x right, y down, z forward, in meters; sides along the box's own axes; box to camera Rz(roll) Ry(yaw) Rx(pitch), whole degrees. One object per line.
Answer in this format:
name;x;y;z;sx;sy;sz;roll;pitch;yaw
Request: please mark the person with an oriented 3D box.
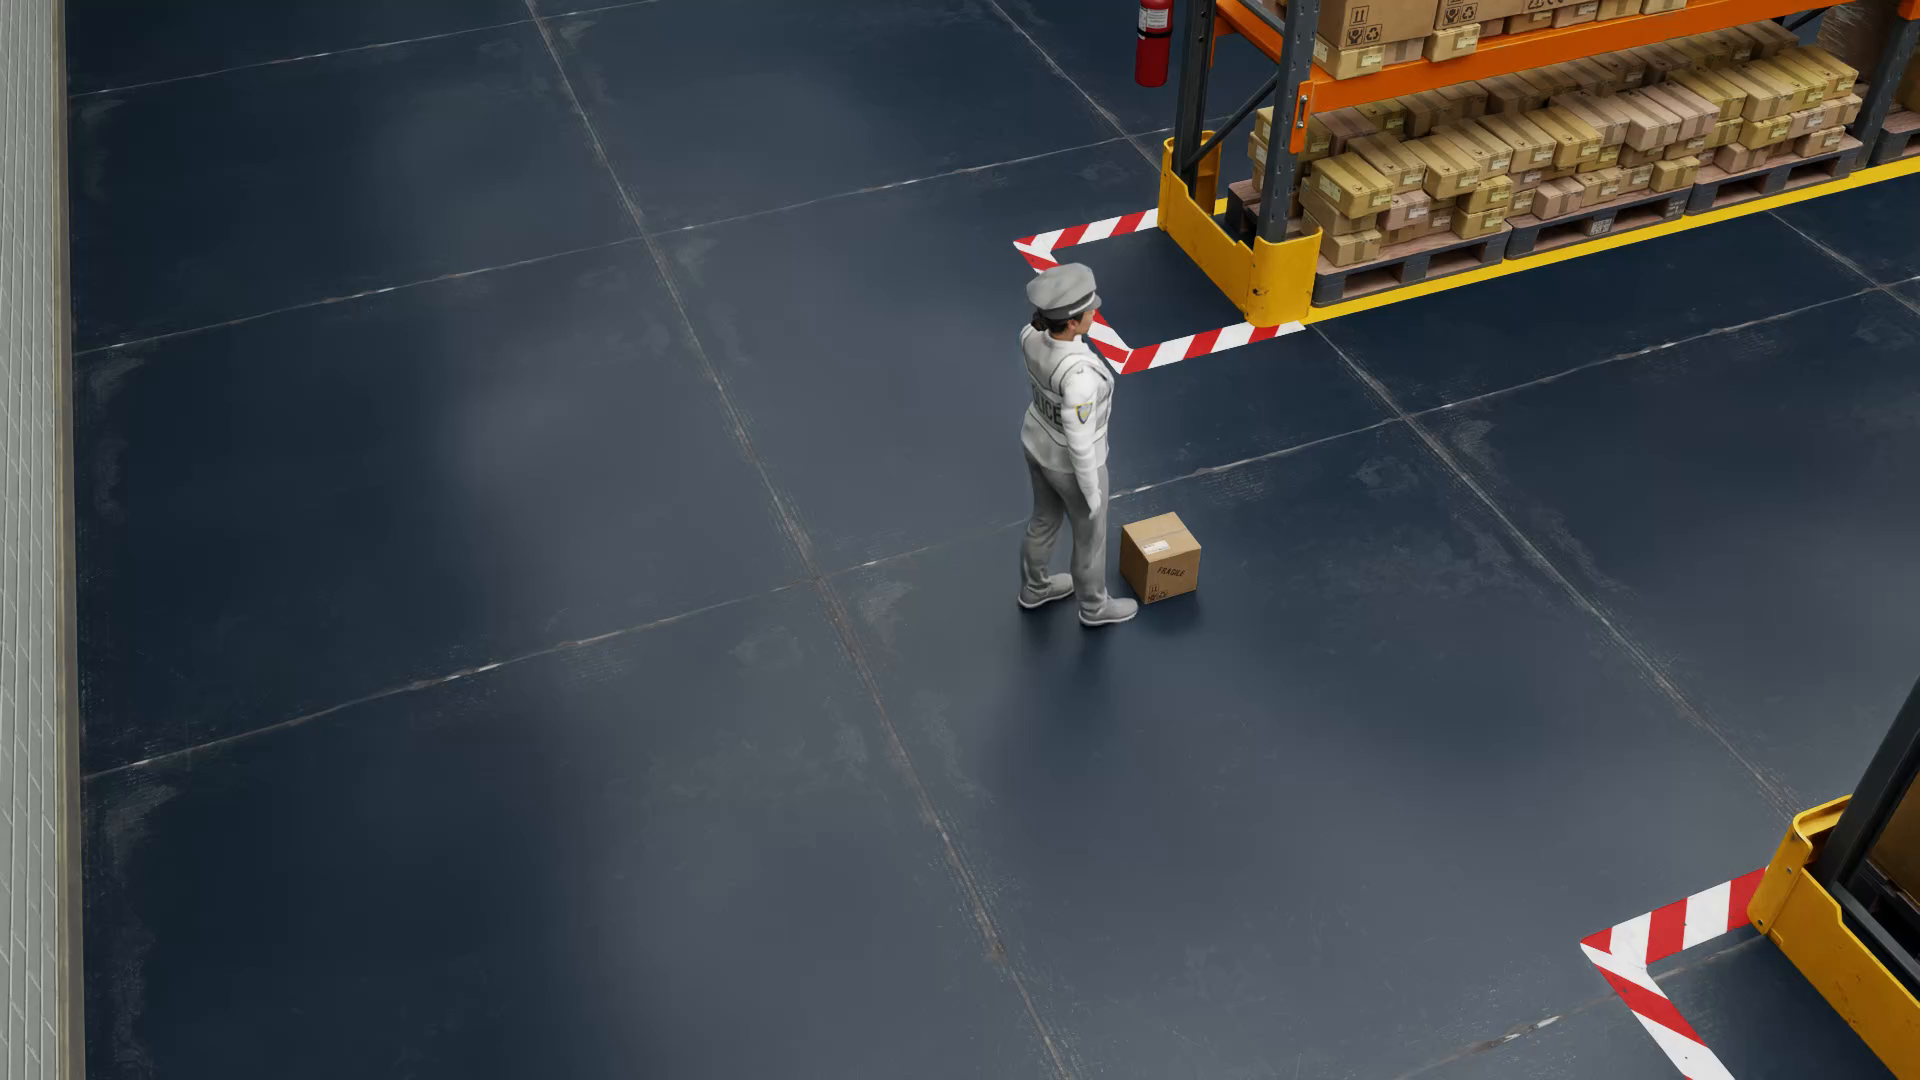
person;0.424;-0.336;6.523;0.352;1.688;0.481;-15;44;-16
